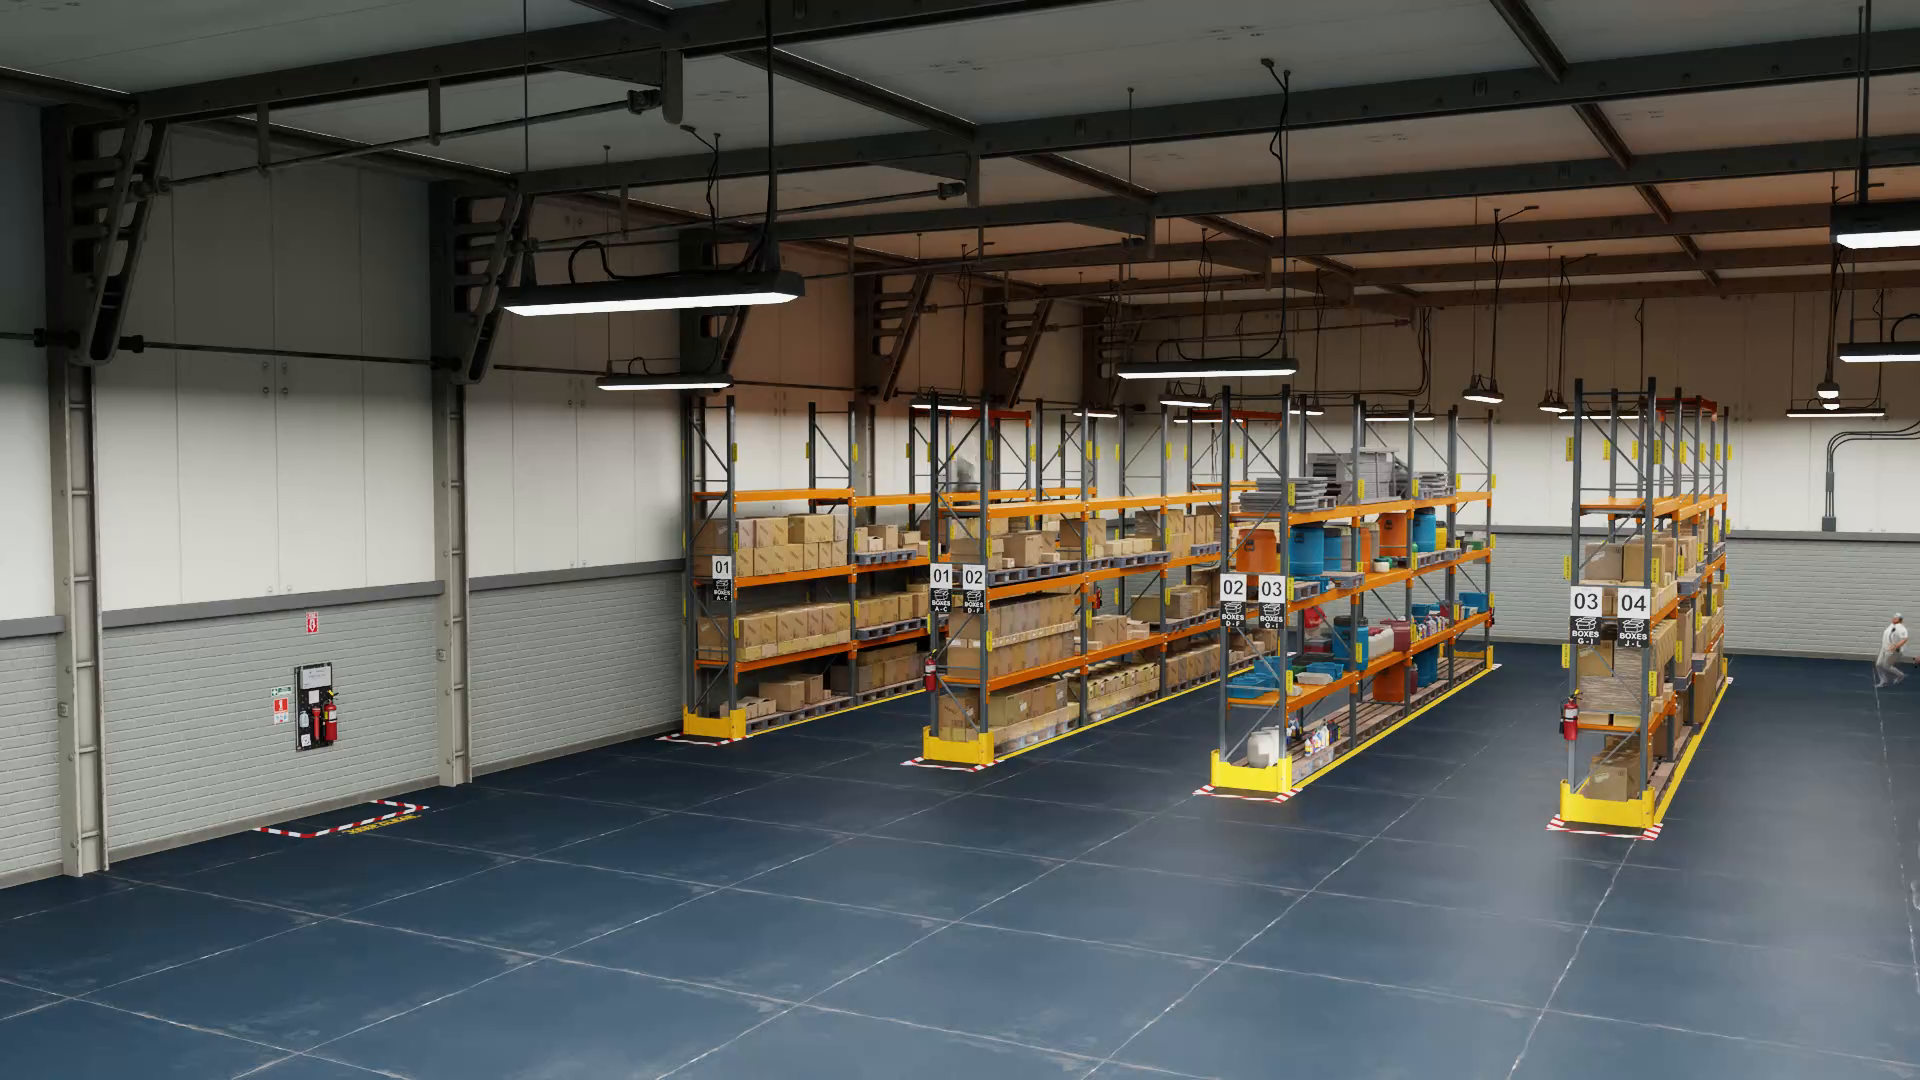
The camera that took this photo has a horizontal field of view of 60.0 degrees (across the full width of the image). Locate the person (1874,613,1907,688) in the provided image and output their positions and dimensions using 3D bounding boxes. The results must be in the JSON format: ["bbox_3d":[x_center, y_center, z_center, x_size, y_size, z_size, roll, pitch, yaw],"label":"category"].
[{"bbox_3d":[19.800,2.350,35.322,0.564,1.631,0.656,0,3,-1],"label":"person"}]

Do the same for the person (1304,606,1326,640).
[{"bbox_3d":[8.002,2.148,37.888,0.666,1.755,0.862,2,3,28],"label":"person"}]

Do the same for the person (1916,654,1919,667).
[{"bbox_3d":[20.775,2.326,35.434,0.623,1.568,0.725,1,3,14],"label":"person"}]
